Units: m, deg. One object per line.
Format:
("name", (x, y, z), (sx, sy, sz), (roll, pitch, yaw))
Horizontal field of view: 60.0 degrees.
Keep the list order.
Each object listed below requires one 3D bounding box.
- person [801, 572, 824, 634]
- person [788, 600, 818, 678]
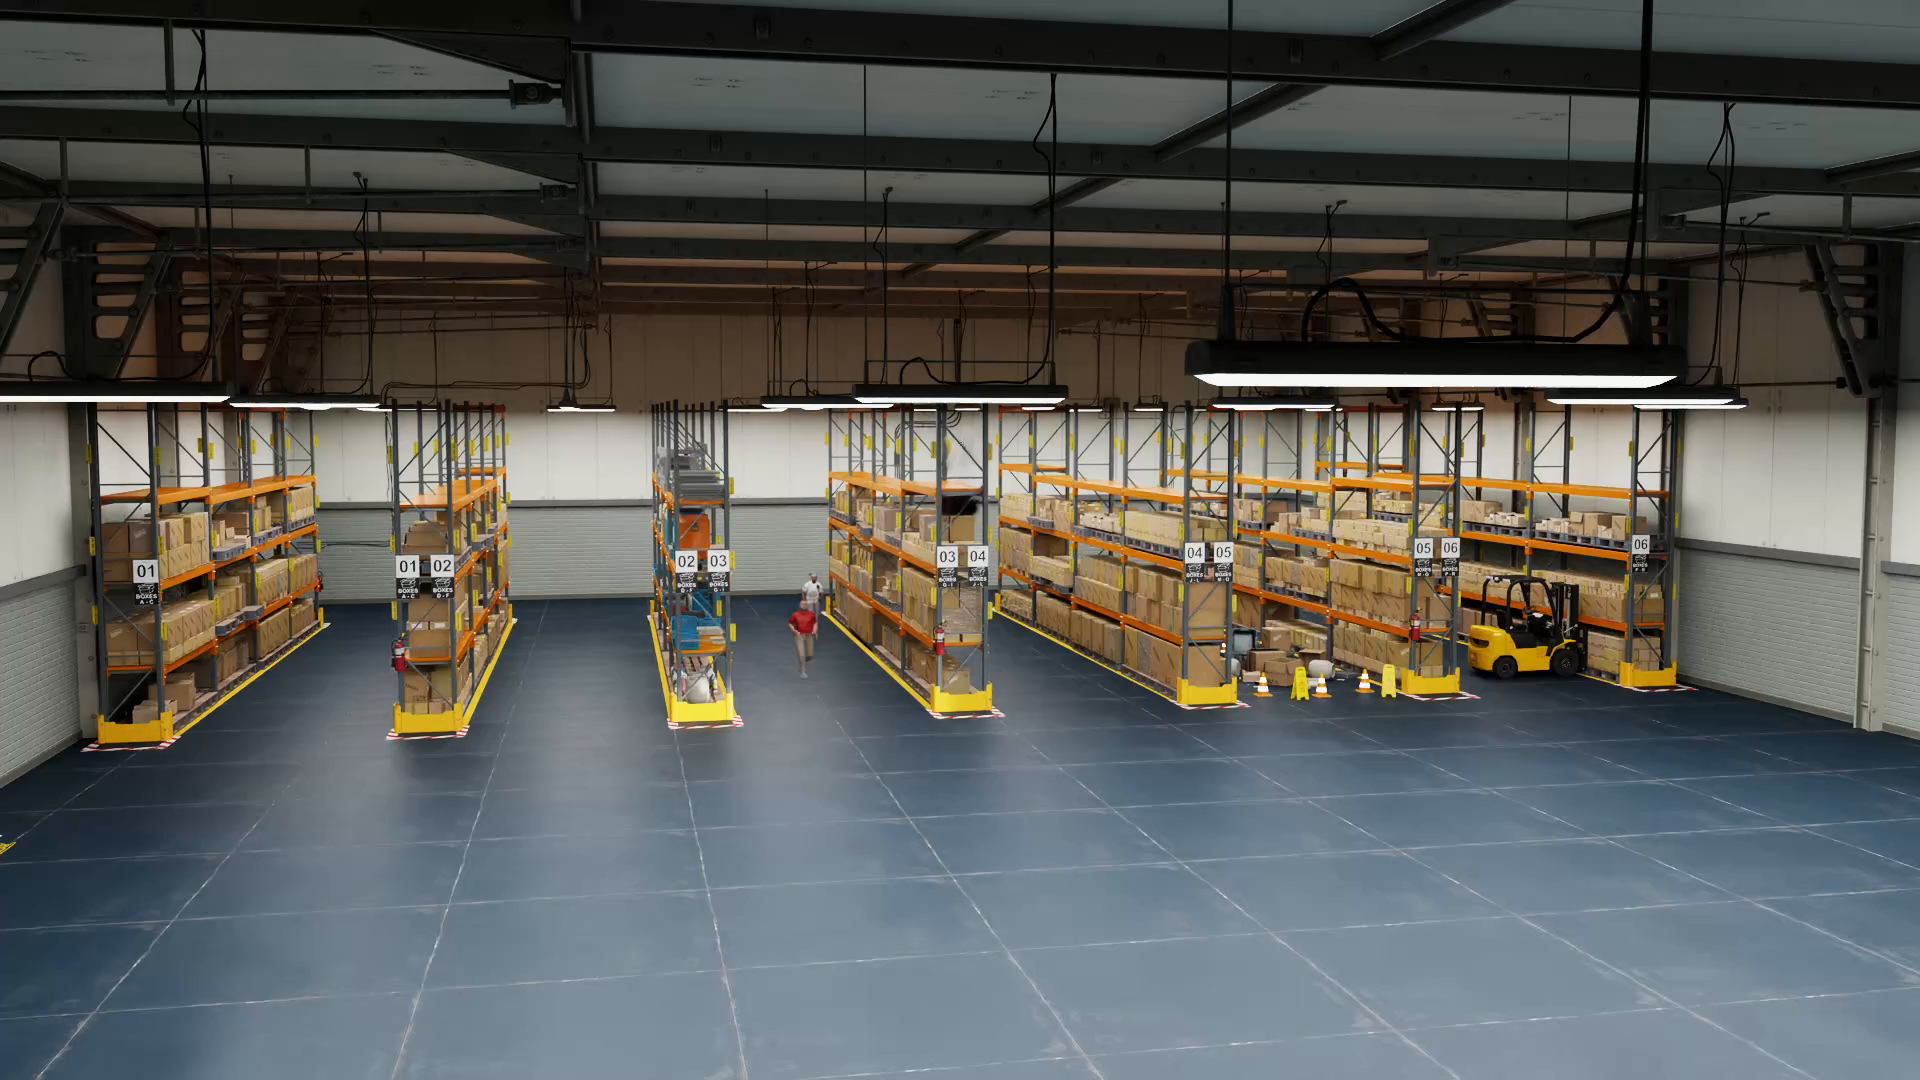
("person", (-3.807, 1.643, 43.159), (0.552, 1.648, 0.653), (-1, 4, -16))
("person", (-3.429, 2.153, 36.384), (0.665, 1.688, 0.603), (-1, 5, -18))
